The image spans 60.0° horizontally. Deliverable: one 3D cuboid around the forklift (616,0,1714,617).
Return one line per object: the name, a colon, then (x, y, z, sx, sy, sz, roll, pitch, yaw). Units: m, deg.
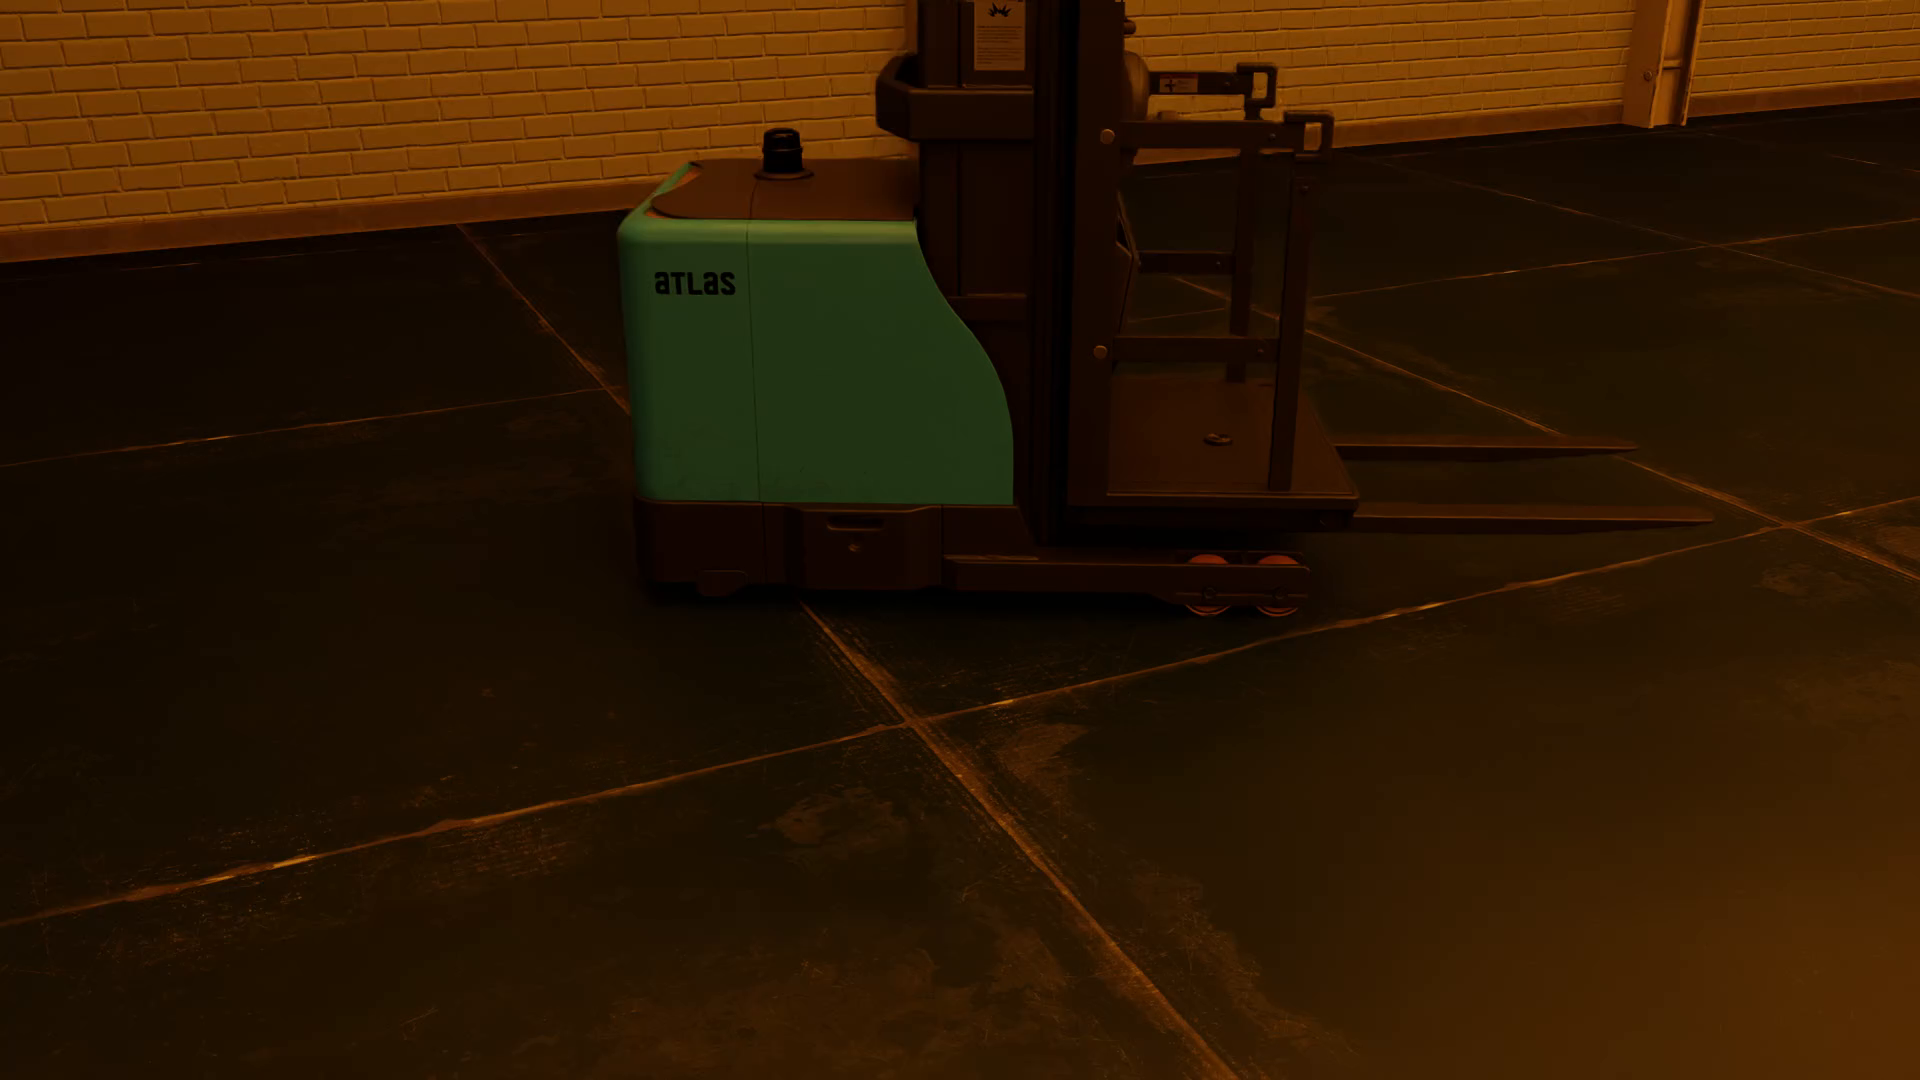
forklift: (0.614, -1.350, 4.536, 3.031, 2.935, 1.130, 1, 23, 2)
